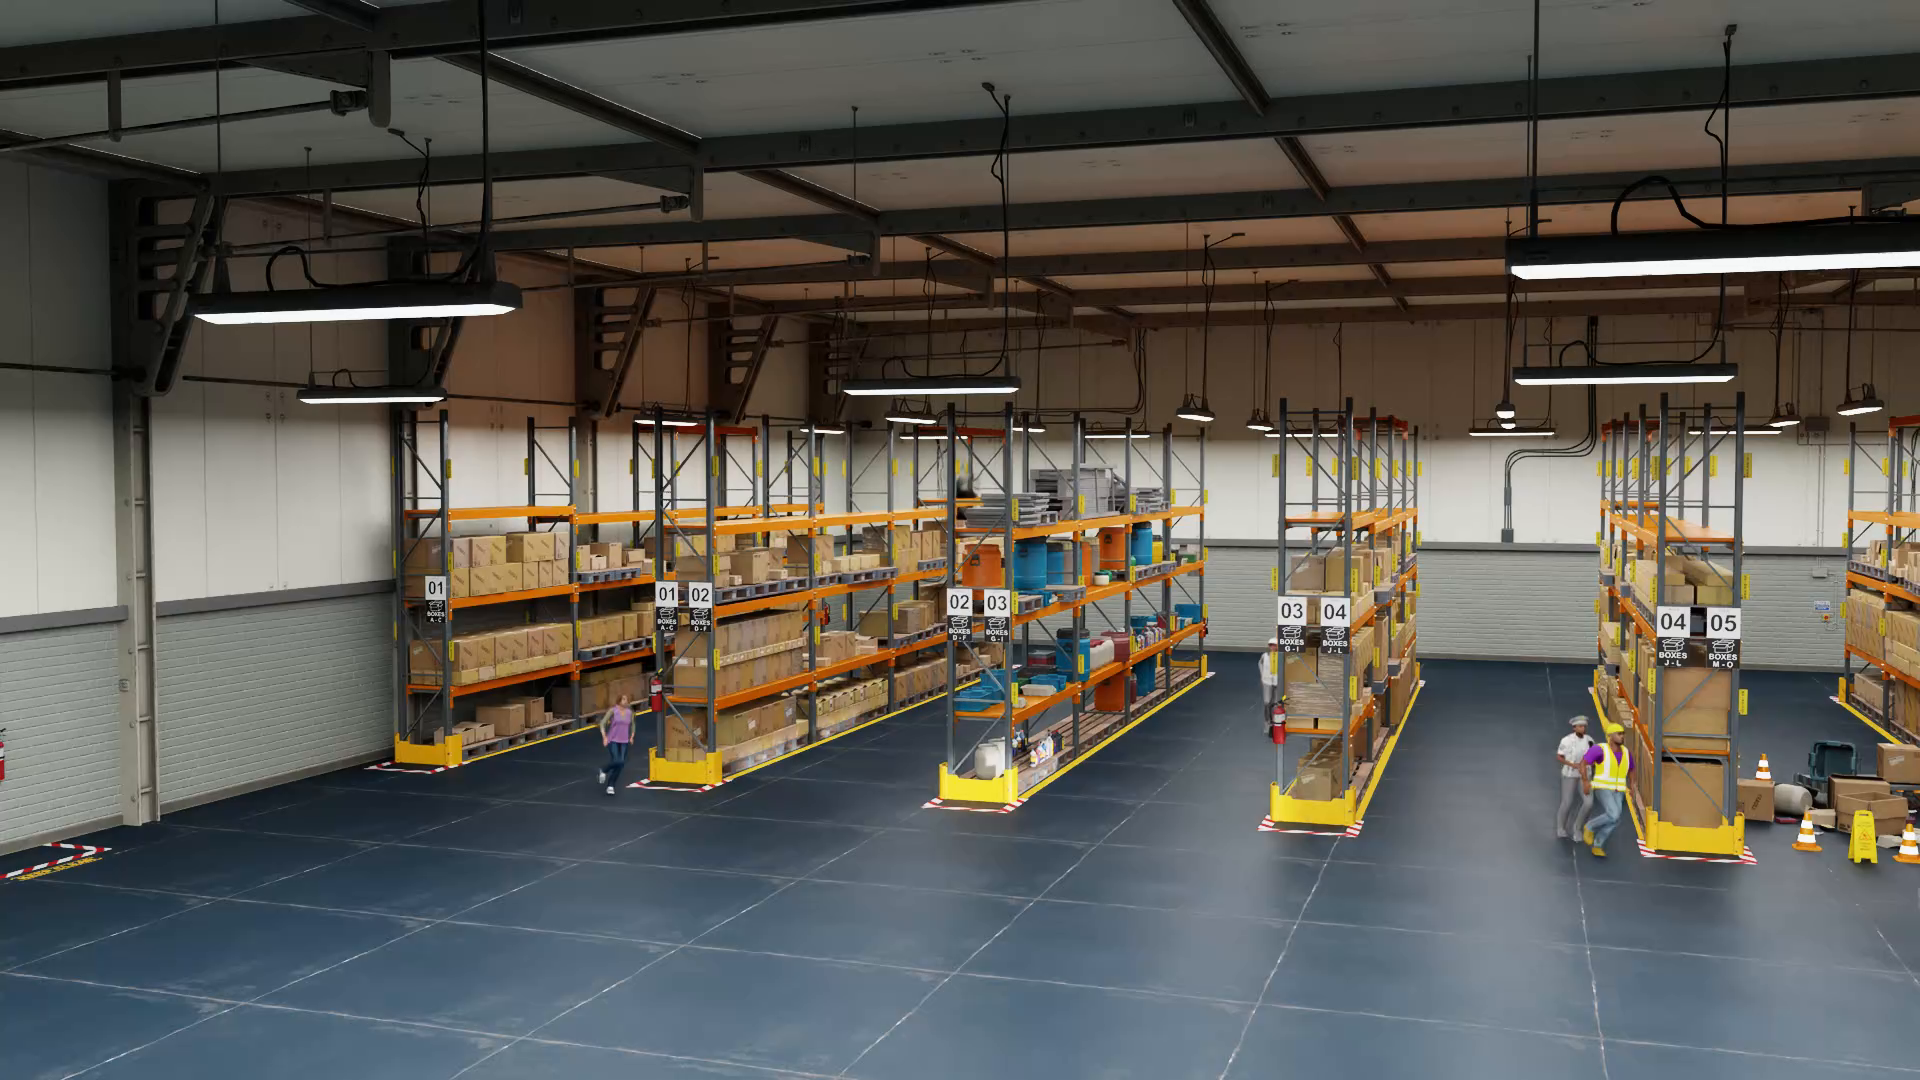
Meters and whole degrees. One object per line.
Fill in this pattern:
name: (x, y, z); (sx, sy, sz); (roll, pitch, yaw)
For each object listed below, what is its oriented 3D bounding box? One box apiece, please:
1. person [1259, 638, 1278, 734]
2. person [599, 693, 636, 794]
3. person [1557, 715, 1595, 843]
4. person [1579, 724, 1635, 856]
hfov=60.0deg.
person: (5.990, 2.770, 31.664); (0.642, 1.833, 0.783); (1, 3, 16)
person: (-5.277, 3.134, 25.771); (0.569, 1.522, 0.500); (-2, 3, -35)
person: (8.310, 3.207, 22.348); (0.582, 1.719, 0.639); (0, 2, 1)
person: (8.444, 3.232, 21.508); (0.747, 1.693, 0.530); (-1, 3, -14)
